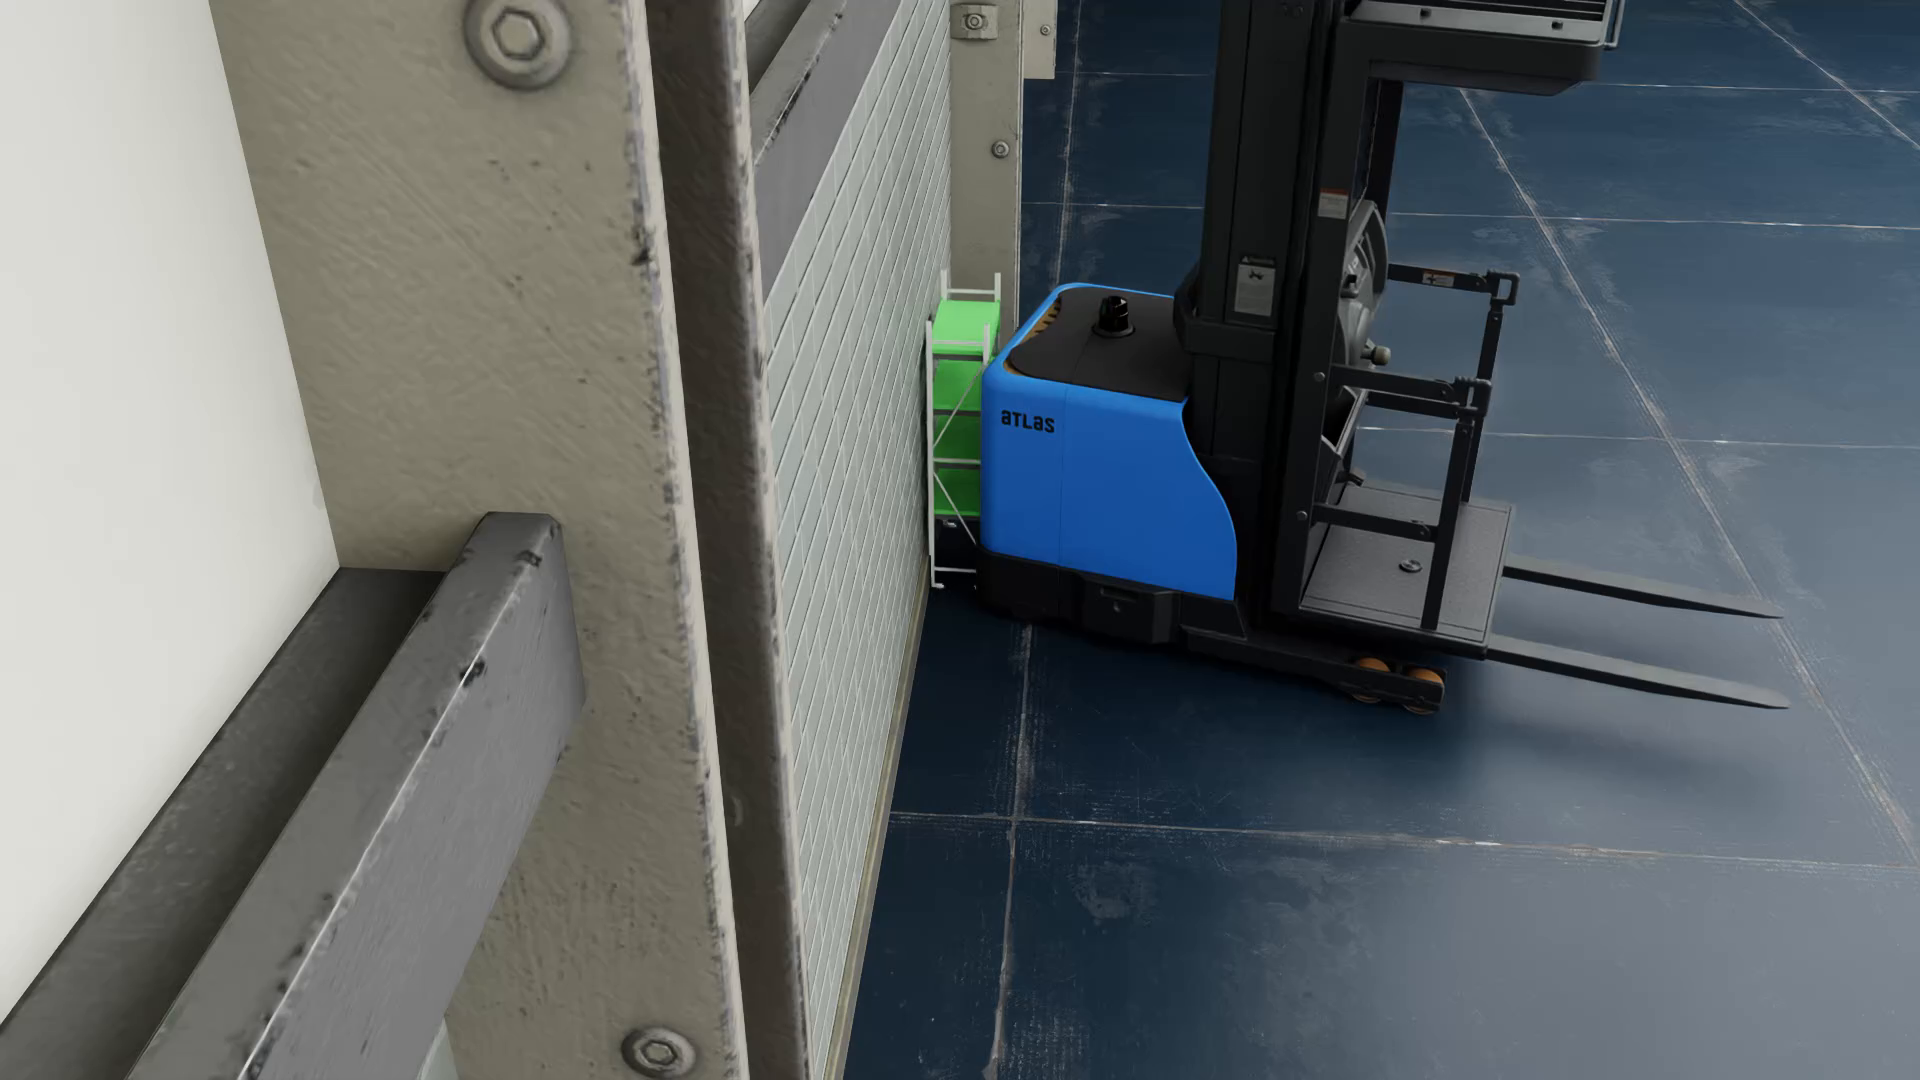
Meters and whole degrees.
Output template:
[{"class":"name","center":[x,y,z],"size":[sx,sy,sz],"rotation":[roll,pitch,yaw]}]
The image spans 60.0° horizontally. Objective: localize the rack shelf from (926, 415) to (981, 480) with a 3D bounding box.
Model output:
[{"class":"rack shelf","center":[0.018,-0.388,6.849],"size":[0.258,0.148,0.480],"rotation":[3,32,5]}]

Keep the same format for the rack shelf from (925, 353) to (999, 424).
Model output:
[{"class":"rack shelf","center":[0.017,-0.592,6.721],"size":[0.258,0.148,0.480],"rotation":[3,32,5]}]

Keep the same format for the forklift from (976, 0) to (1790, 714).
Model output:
[{"class":"forklift","center":[1.636,-0.916,5.942],"size":[3.031,2.935,1.130],"rotation":[11,33,18]}]

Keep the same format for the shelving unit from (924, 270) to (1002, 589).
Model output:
[{"class":"shelving unit","center":[0.018,-0.442,6.815],"size":[0.258,1.200,0.503],"rotation":[3,32,5]}]

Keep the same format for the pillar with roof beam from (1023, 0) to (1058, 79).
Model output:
[{"class":"pillar with roof beam","center":[4.898,-7.411,10.698],"size":[9.100,9.000,0.400],"rotation":[2,32,4]}]

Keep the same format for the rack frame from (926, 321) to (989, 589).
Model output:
[{"class":"rack frame","center":[-0.008,-0.313,6.609],"size":[0.240,1.200,0.015],"rotation":[3,32,5]}]

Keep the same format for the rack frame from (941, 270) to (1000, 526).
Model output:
[{"class":"rack frame","center":[0.043,-0.571,7.021],"size":[0.240,1.200,0.015],"rotation":[3,32,5]}]

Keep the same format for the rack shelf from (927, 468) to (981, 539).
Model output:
[{"class":"rack shelf","center":[0.018,-0.185,6.976],"size":[0.258,0.148,0.480],"rotation":[3,32,5]}]

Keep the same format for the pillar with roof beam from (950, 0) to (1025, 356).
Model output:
[{"class":"pillar with roof beam","center":[4.409,-4.274,5.607],"size":[9.100,9.000,0.400],"rotation":[2,32,4]}]

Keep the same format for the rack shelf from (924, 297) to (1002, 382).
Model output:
[{"class":"rack shelf","center":[0.017,-0.795,6.594],"size":[0.258,0.148,0.480],"rotation":[3,32,5]}]
